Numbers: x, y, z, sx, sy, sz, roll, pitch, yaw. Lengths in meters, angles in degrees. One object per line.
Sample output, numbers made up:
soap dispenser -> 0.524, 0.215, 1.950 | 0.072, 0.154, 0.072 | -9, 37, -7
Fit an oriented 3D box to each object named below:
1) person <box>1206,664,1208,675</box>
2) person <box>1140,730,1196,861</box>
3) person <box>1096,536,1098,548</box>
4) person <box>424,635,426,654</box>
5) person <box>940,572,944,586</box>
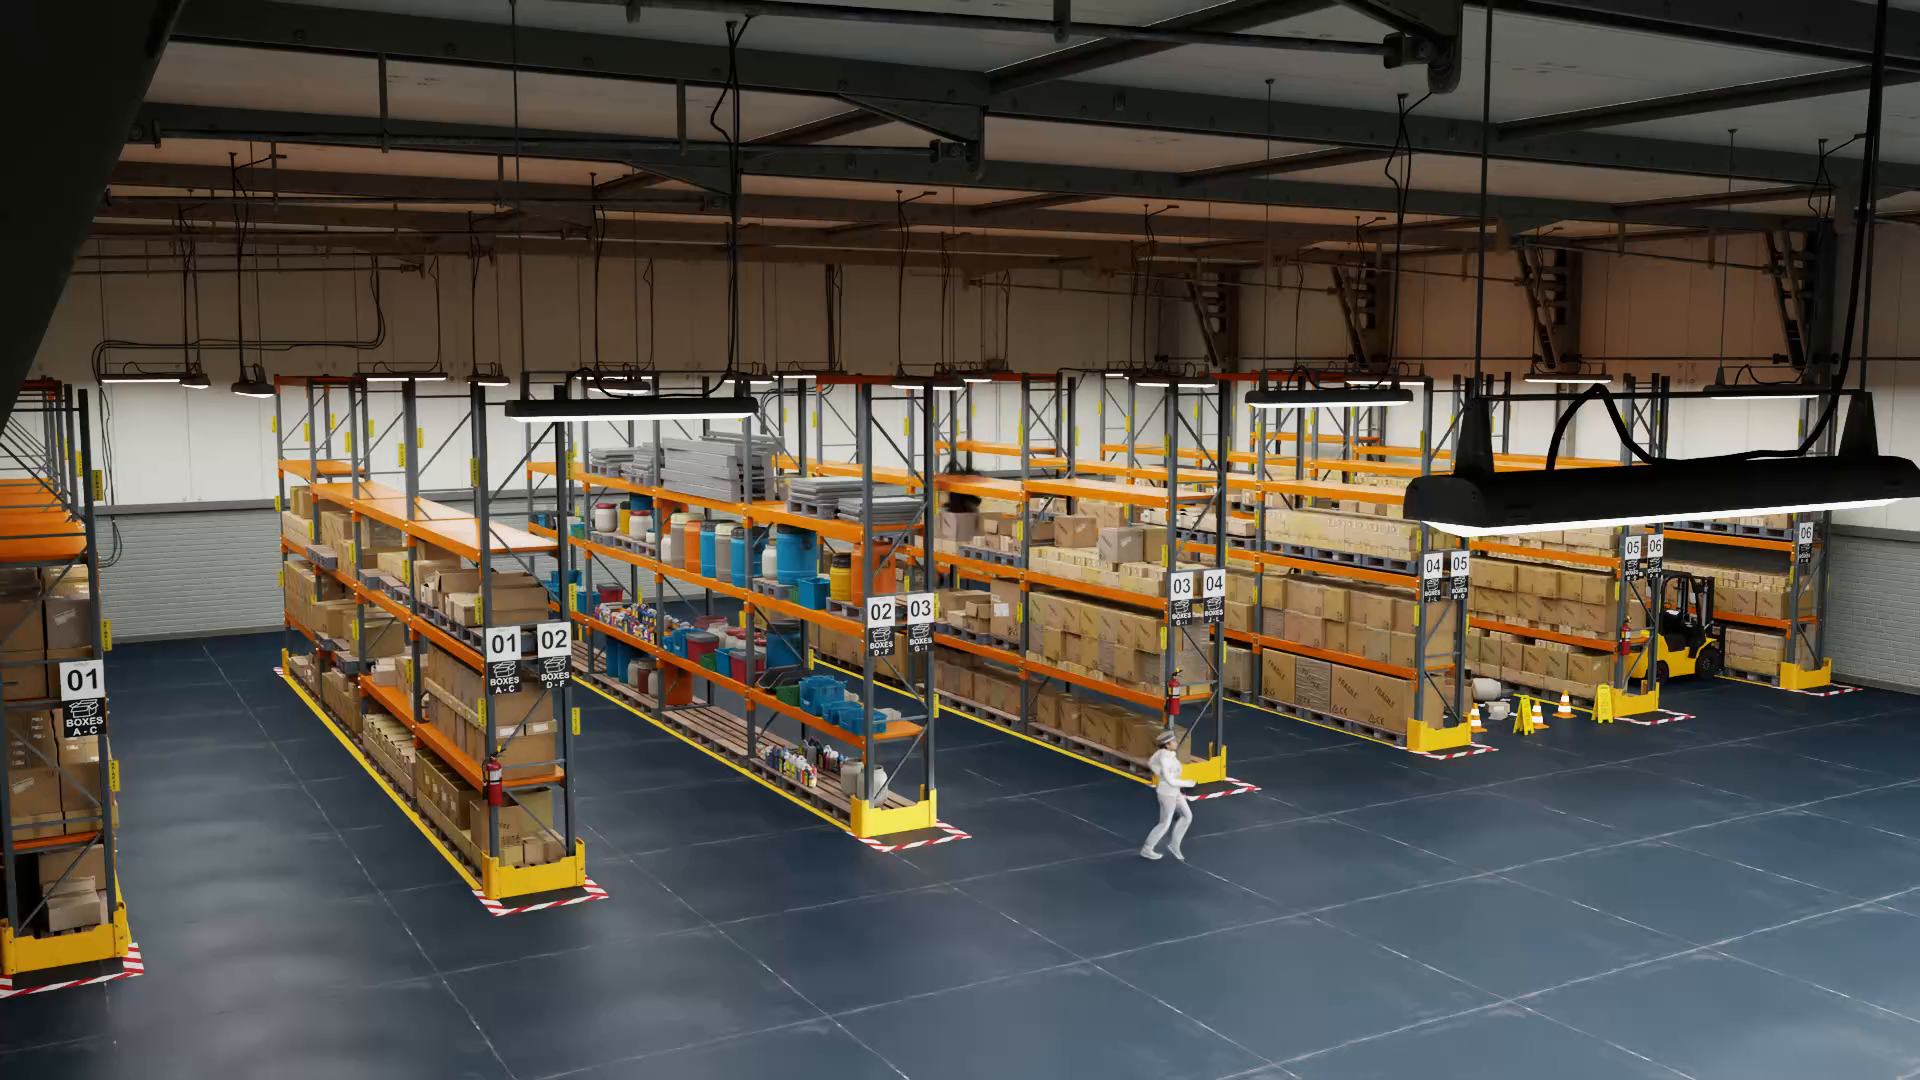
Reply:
person -> 4.113, 2.086, 30.221 | 0.578, 1.555, 0.870 | -5, 8, -37
person -> 2.620, 3.220, 20.925 | 0.683, 1.716, 0.616 | 1, 6, 8
person -> 3.751, 0.605, 44.767 | 0.898, 1.670, 0.619 | 1, 6, 12
person -> -11.049, 1.806, 33.820 | 0.571, 1.715, 0.794 | -6, 9, -43
person -> -0.561, 0.966, 42.076 | 0.591, 1.569, 0.618 | -1, 6, -12
